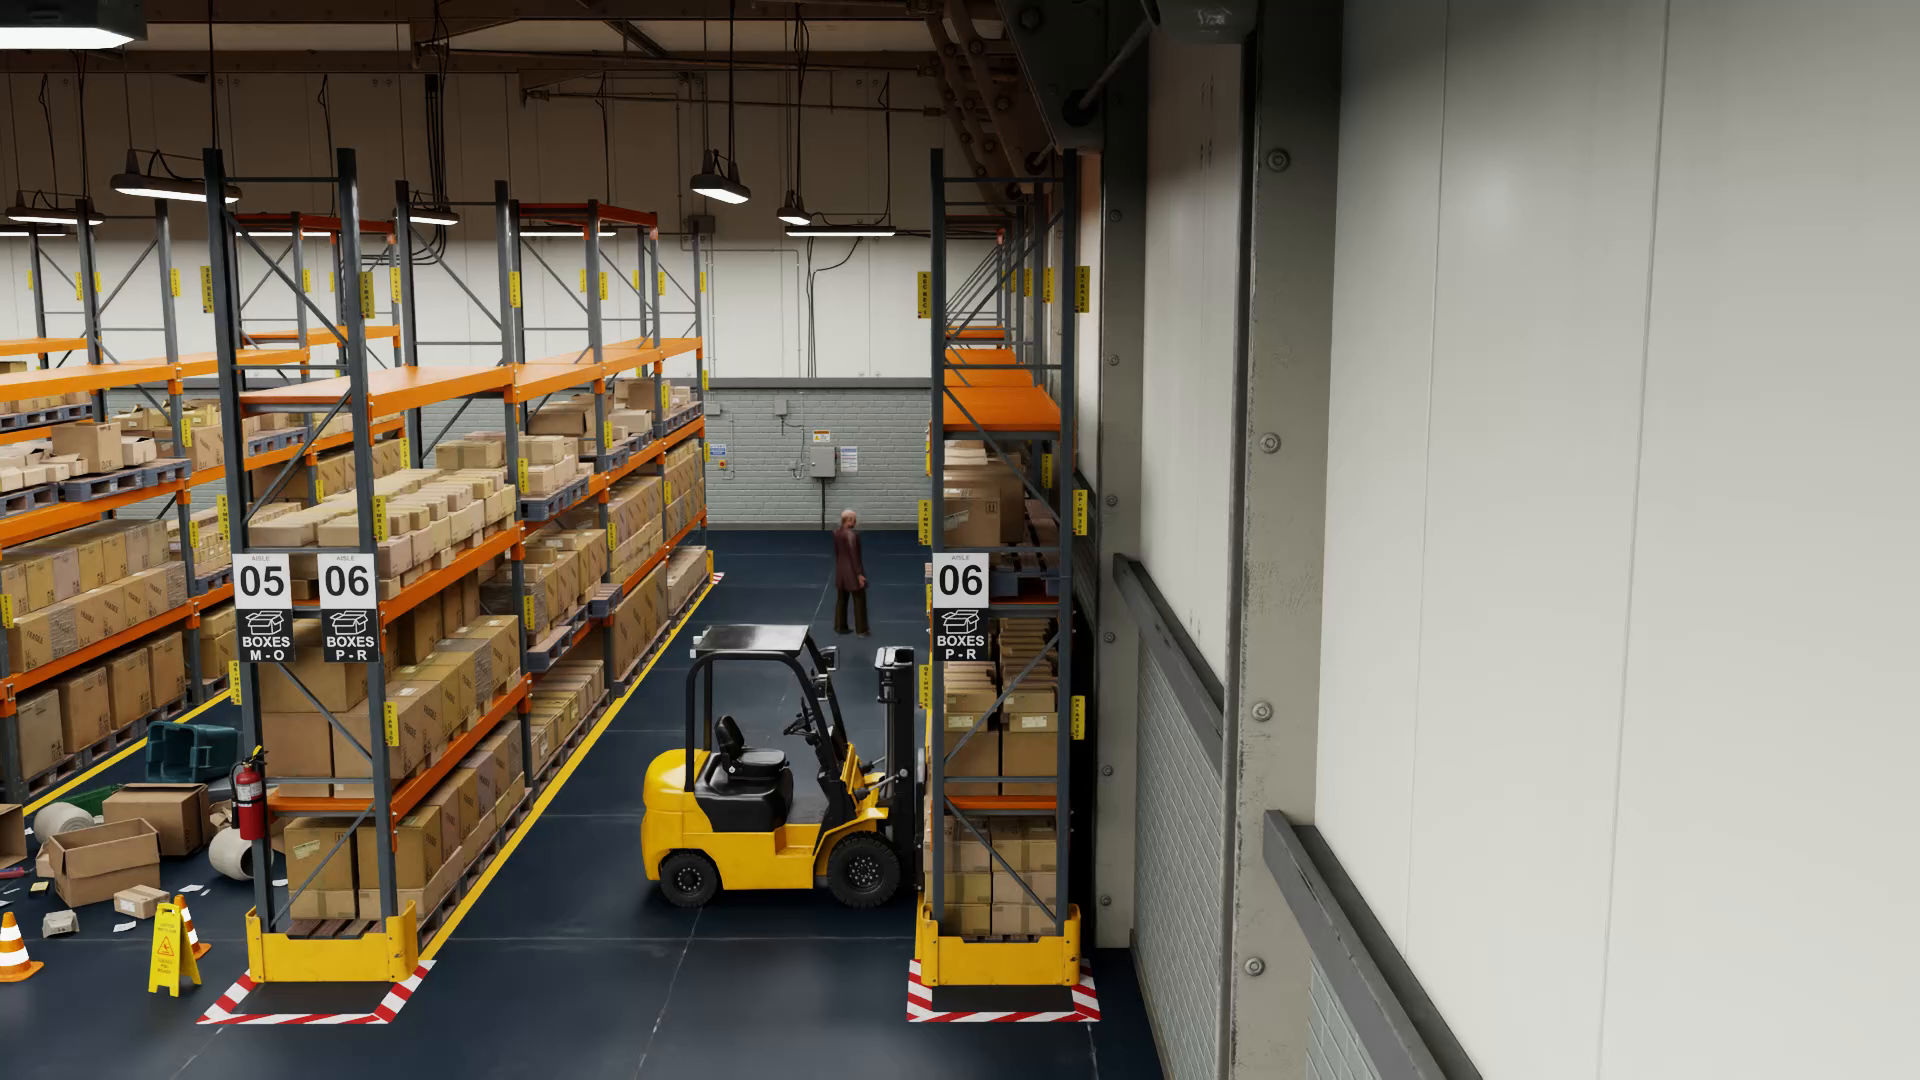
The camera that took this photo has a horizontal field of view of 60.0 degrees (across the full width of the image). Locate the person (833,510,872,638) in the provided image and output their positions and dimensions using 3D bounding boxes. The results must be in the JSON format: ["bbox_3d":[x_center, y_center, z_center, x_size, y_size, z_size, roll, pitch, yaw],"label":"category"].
[{"bbox_3d":[-1.485,0.460,22.967,0.618,1.777,0.480,9,12,43],"label":"person"}]
